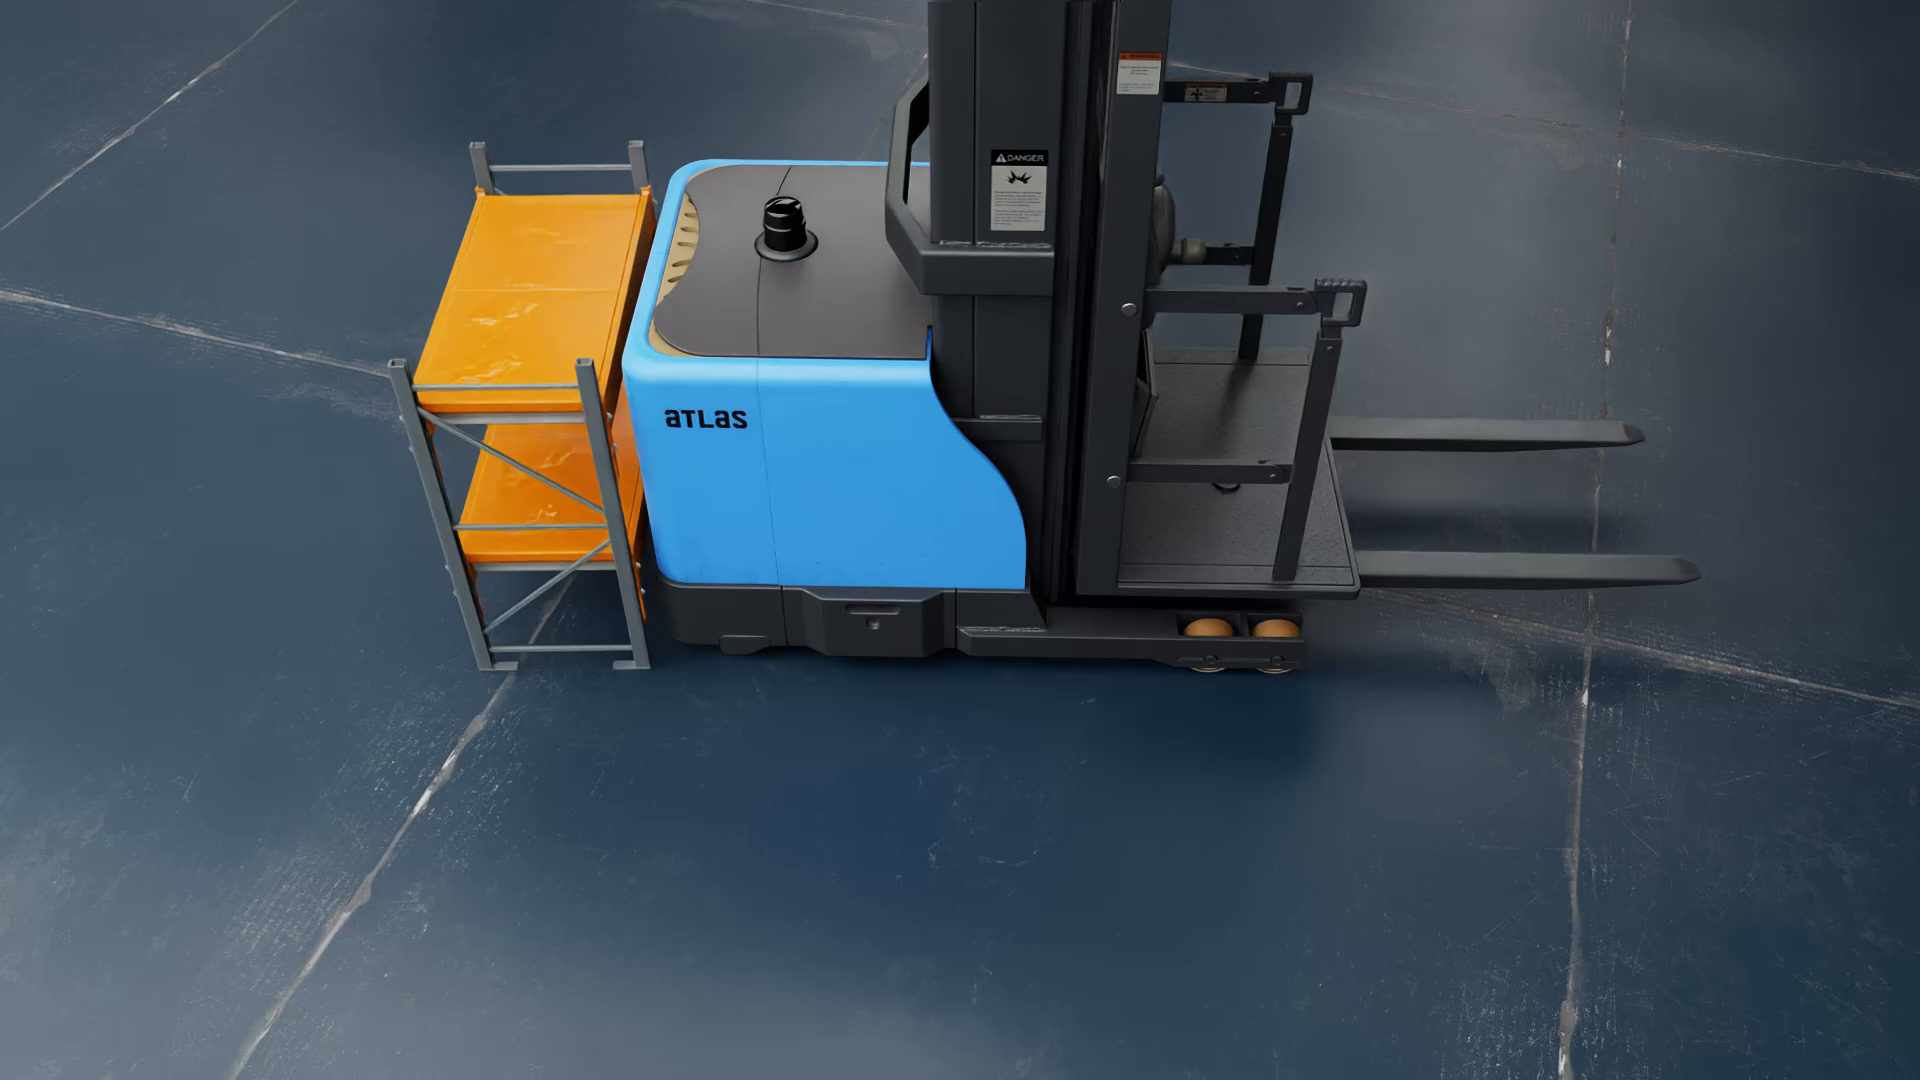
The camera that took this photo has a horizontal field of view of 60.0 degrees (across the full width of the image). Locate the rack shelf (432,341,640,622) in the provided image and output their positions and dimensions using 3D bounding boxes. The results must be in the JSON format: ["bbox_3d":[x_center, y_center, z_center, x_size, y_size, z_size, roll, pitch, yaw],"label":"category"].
[{"bbox_3d":[-1.196,-0.210,5.010,0.538,0.278,1.000,0,44,0],"label":"rack shelf"}]

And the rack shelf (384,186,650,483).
[{"bbox_3d":[-1.196,-0.594,4.635,0.538,0.278,1.000,0,44,0],"label":"rack shelf"}]

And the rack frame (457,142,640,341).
[{"bbox_3d":[-1.200,-0.741,5.203,0.500,1.125,0.032,0,44,0],"label":"rack frame"}]

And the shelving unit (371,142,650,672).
[{"bbox_3d":[-1.196,-0.385,4.839,0.538,1.125,1.048,0,44,0],"label":"shelving unit"}]

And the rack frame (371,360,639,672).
[{"bbox_3d":[-1.192,-0.030,4.476,0.500,1.125,0.032,0,44,0],"label":"rack frame"}]

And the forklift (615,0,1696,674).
[{"bbox_3d":[0.630,-1.037,4.215,3.031,2.935,1.130,1,44,1],"label":"forklift"}]
